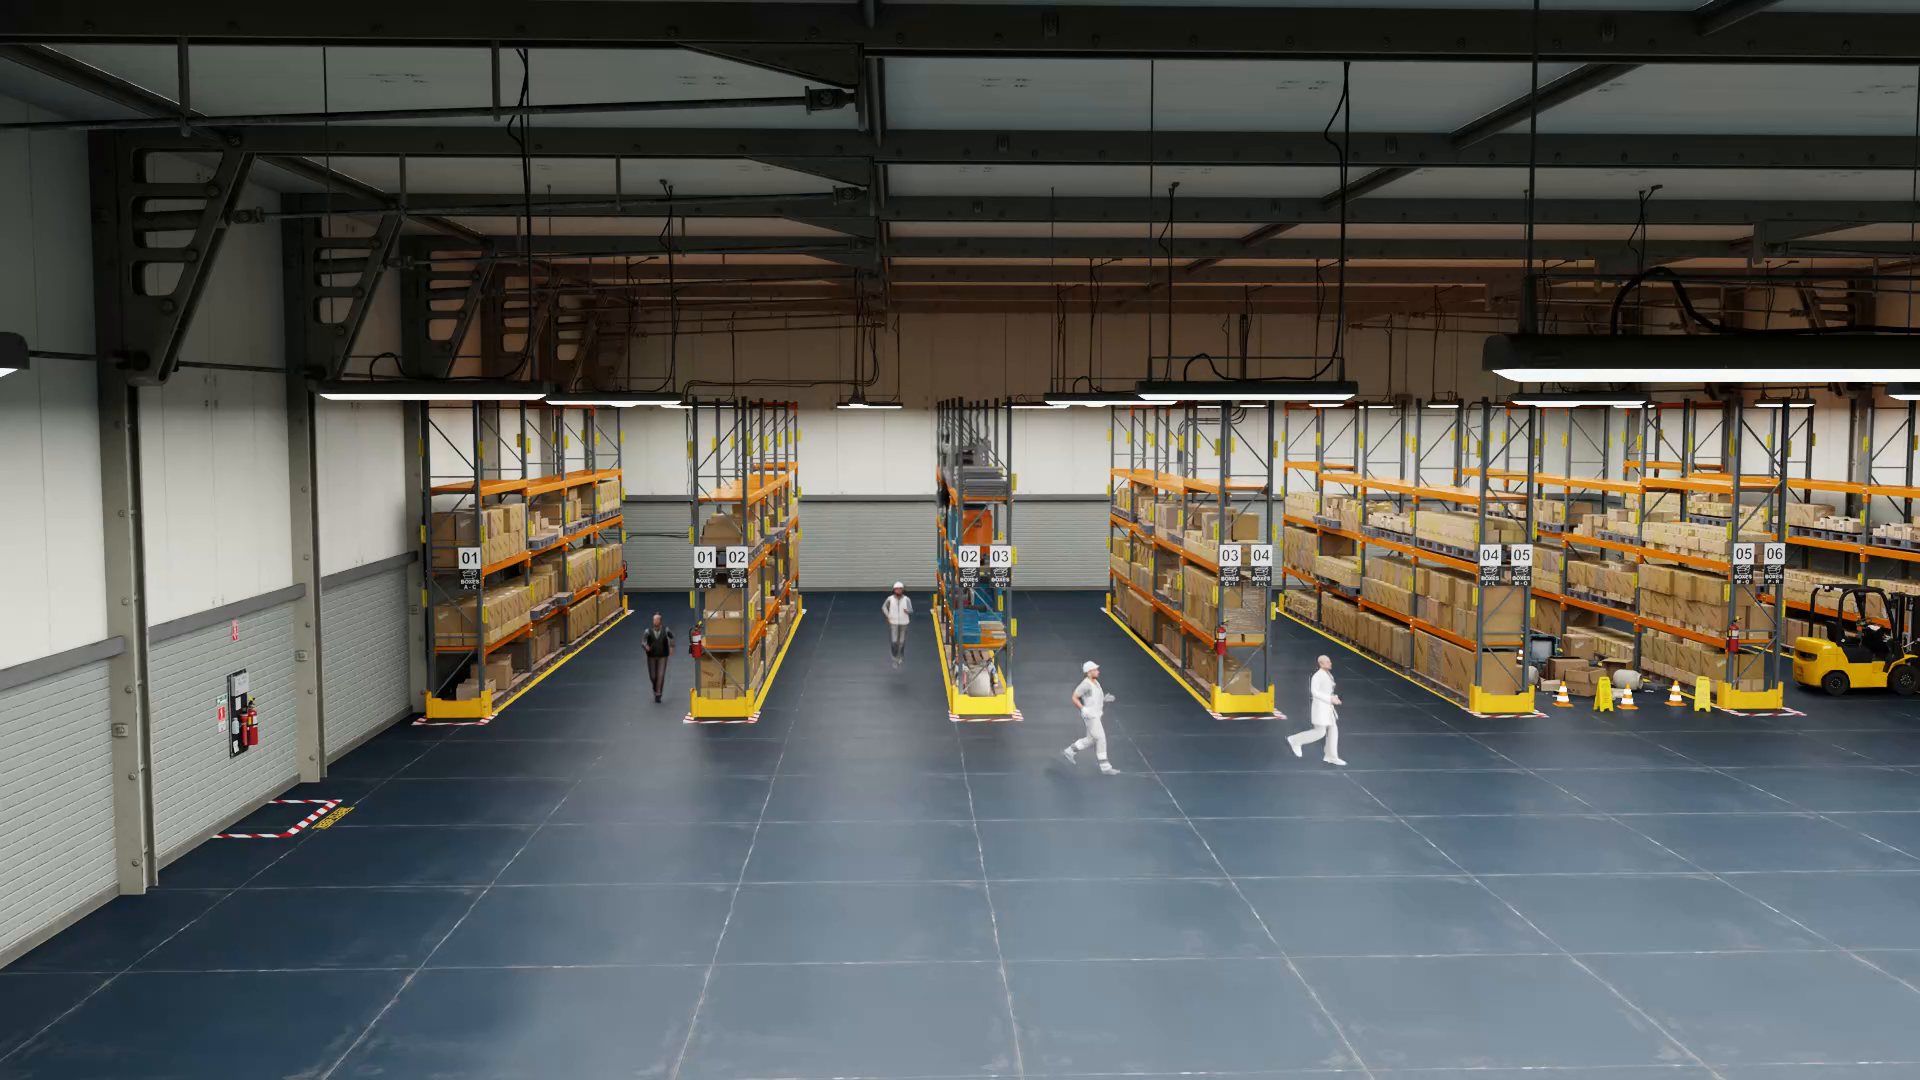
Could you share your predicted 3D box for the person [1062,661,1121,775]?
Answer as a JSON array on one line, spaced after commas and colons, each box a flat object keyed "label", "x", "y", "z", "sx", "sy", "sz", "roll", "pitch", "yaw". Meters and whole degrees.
[{"label": "person", "x": 2.081, "y": 2.767, "z": 26.208, "sx": 0.930, "sy": 1.713, "sz": 0.665, "roll": 2, "pitch": 5, "yaw": 19}]

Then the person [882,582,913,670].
[{"label": "person", "x": -1.314, "y": 1.840, "z": 35.506, "sx": 0.638, "sy": 1.869, "sz": 0.679, "roll": -1, "pitch": 4, "yaw": -8}]

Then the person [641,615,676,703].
[{"label": "person", "x": -5.980, "y": 2.329, "z": 32.964, "sx": 0.676, "sy": 1.686, "sz": 0.971, "roll": 0, "pitch": 4, "yaw": -5}]

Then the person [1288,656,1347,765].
[{"label": "person", "x": 5.856, "y": 2.760, "z": 27.120, "sx": 0.934, "sy": 1.781, "sz": 0.718, "roll": 2, "pitch": 5, "yaw": 29}]
